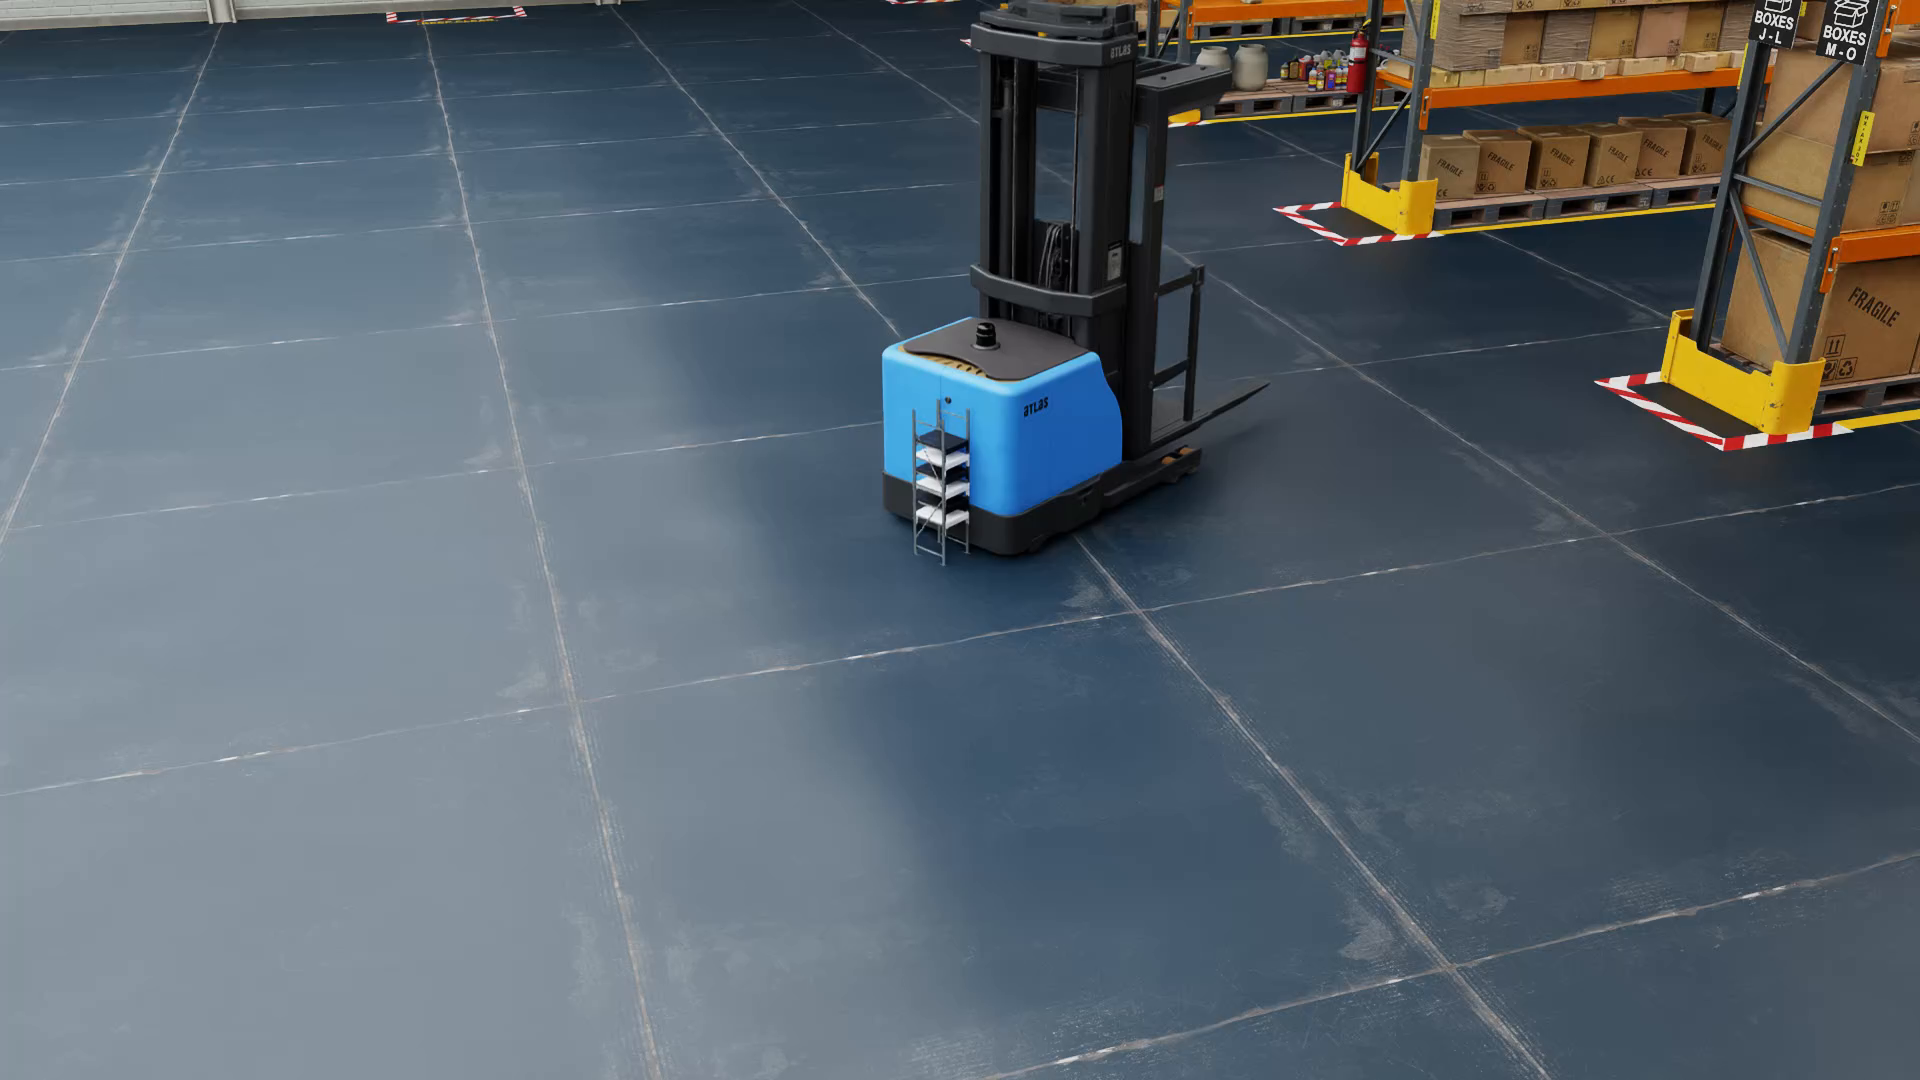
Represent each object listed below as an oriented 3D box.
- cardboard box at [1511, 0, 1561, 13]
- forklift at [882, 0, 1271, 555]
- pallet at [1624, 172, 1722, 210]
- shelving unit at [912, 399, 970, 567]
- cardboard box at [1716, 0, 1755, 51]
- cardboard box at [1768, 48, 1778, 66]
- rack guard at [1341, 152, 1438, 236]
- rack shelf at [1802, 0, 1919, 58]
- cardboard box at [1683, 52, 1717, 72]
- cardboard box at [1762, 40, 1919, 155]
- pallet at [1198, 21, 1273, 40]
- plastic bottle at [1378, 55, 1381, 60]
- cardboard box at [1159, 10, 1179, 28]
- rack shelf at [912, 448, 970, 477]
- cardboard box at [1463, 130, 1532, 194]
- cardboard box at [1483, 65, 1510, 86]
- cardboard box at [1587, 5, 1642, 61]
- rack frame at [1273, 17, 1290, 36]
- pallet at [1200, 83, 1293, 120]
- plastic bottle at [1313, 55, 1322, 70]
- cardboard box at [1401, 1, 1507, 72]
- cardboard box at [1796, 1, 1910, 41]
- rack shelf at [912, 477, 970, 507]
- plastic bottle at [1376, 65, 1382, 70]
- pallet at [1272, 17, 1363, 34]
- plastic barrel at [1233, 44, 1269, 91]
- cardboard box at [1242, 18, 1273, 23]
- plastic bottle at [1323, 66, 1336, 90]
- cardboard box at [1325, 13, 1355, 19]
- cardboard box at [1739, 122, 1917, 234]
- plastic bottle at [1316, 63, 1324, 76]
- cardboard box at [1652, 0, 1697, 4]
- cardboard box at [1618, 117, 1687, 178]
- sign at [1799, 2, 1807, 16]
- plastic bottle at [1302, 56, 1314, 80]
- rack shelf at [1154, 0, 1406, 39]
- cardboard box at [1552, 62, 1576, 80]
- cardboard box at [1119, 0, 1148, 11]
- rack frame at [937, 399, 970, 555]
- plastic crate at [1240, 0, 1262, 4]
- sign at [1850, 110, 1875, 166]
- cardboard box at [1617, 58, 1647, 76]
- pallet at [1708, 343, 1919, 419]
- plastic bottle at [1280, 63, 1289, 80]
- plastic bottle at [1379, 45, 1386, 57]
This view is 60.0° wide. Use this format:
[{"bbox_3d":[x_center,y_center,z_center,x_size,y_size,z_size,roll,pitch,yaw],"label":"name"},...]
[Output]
[{"bbox_3d":[5.094,-5.075,15.027,0.500,0.500,0.500,-8,28,-16],"label":"cardboard box"},{"bbox_3d":[0.889,-1.802,10.084,1.130,2.935,3.031,21,34,36],"label":"forklift"},{"bbox_3d":[7.185,-3.617,16.798,1.213,0.211,1.003,-8,28,-16],"label":"pallet"},{"bbox_3d":[-0.106,-0.319,9.380,0.258,0.900,0.210,21,34,36],"label":"shelving unit"},{"bbox_3d":[7.365,-5.116,16.234,0.500,0.500,0.875,-8,28,-16],"label":"cardboard box"},{"bbox_3d":[7.699,-4.707,16.140,0.250,0.149,0.380,-8,28,-16],"label":"cardboard box"},{"bbox_3d":[4.081,-3.313,15.862,0.348,0.500,1.175,-8,28,-16],"label":"rack guard"},{"bbox_3d":[7.350,-3.608,11.080,4.000,0.370,1.077,-8,28,-16],"label":"rack shelf"},{"bbox_3d":[6.999,-4.586,15.897,0.250,0.149,0.380,-8,28,-16],"label":"cardboard box"},{"bbox_3d":[5.814,-2.897,10.829,0.550,0.550,0.875,-8,28,-16],"label":"cardboard box"},{"bbox_3d":[3.979,-7.822,25.268,1.213,0.211,1.003,-8,28,-16],"label":"pallet"},{"bbox_3d":[5.282,-6.036,21.108,0.097,0.271,0.097,0,26,0],"label":"plastic bottle"},{"bbox_3d":[2.950,-7.754,24.615,0.500,0.250,0.500,-8,28,-16],"label":"cardboard box"},{"bbox_3d":[-0.106,-0.450,9.315,0.258,0.077,0.200,21,34,36],"label":"rack shelf"},{"bbox_3d":[5.166,-3.667,16.101,0.500,0.500,0.500,-1,26,-3],"label":"cardboard box"},{"bbox_3d":[4.840,-4.303,15.327,0.250,0.149,0.380,-8,28,-16],"label":"cardboard box"},{"bbox_3d":[5.946,-4.899,15.797,0.500,0.500,0.875,-8,28,-16],"label":"cardboard box"},{"bbox_3d":[4.748,-9.162,24.832,0.127,3.000,1.000,-8,28,-16],"label":"rack frame"},{"bbox_3d":[3.307,-5.408,20.405,1.213,0.211,1.003,-8,28,-16],"label":"pallet"},{"bbox_3d":[4.466,-5.974,20.979,0.135,0.276,0.152,-9,28,-18],"label":"plastic bottle"},{"bbox_3d":[4.540,-4.665,15.326,0.500,0.500,0.875,-8,28,-16],"label":"cardboard box"},{"bbox_3d":[8.611,-5.480,16.269,1.000,1.000,1.000,-8,28,-16],"label":"cardboard box"},{"bbox_3d":[-0.106,-0.289,9.395,0.258,0.077,0.200,21,34,36],"label":"rack shelf"},{"bbox_3d":[5.110,-5.742,20.512,0.135,0.276,0.152,-8,27,-15],"label":"plastic bottle"},{"bbox_3d":[5.437,-8.031,25.690,1.213,0.211,1.003,-8,28,-16],"label":"pallet"},{"bbox_3d":[3.554,-5.782,20.350,0.421,0.512,0.421,0,26,0],"label":"plastic barrel"},{"bbox_3d":[4.375,-7.963,25.036,0.500,0.250,0.500,-8,28,-16],"label":"cardboard box"},{"bbox_3d":[4.516,-5.638,20.294,0.133,0.283,0.061,-8,27,-15],"label":"plastic bottle"},{"bbox_3d":[5.695,-8.140,25.392,0.500,0.250,0.500,-8,27,-15],"label":"cardboard box"},{"bbox_3d":[5.788,-2.449,11.141,0.550,0.550,0.875,-8,28,-16],"label":"cardboard box"},{"bbox_3d":[4.522,-5.891,20.894,0.097,0.201,0.097,0,26,0],"label":"plastic bottle"},{"bbox_3d":[6.519,-5.283,15.447,0.500,0.500,0.500,-8,28,-16],"label":"cardboard box"},{"bbox_3d":[6.877,-3.922,16.615,0.500,0.500,0.500,0,26,0],"label":"cardboard box"},{"bbox_3d":[7.988,-5.133,15.742,0.005,0.325,0.100,-8,28,-16],"label":"sign"},{"bbox_3d":[4.367,-5.914,20.848,0.133,0.283,0.061,-8,28,-16],"label":"plastic bottle"},{"bbox_3d":[4.377,-6.470,20.218,4.000,0.370,1.077,-8,28,-16],"label":"rack shelf"},{"bbox_3d":[5.540,-4.423,15.569,0.250,0.149,0.380,-8,28,-16],"label":"cardboard box"},{"bbox_3d":[2.470,-8.028,24.323,0.500,0.500,0.500,-8,28,-16],"label":"cardboard box"},{"bbox_3d":[-0.039,-0.353,9.448,0.240,0.900,0.006,21,34,36],"label":"rack frame"},{"bbox_3d":[3.426,-6.386,19.536,0.250,0.136,0.298,-8,28,-16],"label":"plastic crate"},{"bbox_3d":[5.615,-2.499,10.348,0.005,0.325,0.100,-8,28,-16],"label":"sign"},{"bbox_3d":[6.268,-4.507,15.737,0.250,0.149,0.380,-8,28,-16],"label":"cardboard box"},{"bbox_3d":[6.185,-1.206,11.941,1.213,0.211,1.003,-8,28,-16],"label":"pallet"},{"bbox_3d":[4.086,-5.899,20.910,0.097,0.201,0.097,0,26,0],"label":"plastic bottle"},{"bbox_3d":[5.382,-6.142,21.234,0.185,0.351,0.144,-7,27,-15],"label":"plastic bottle"}]
